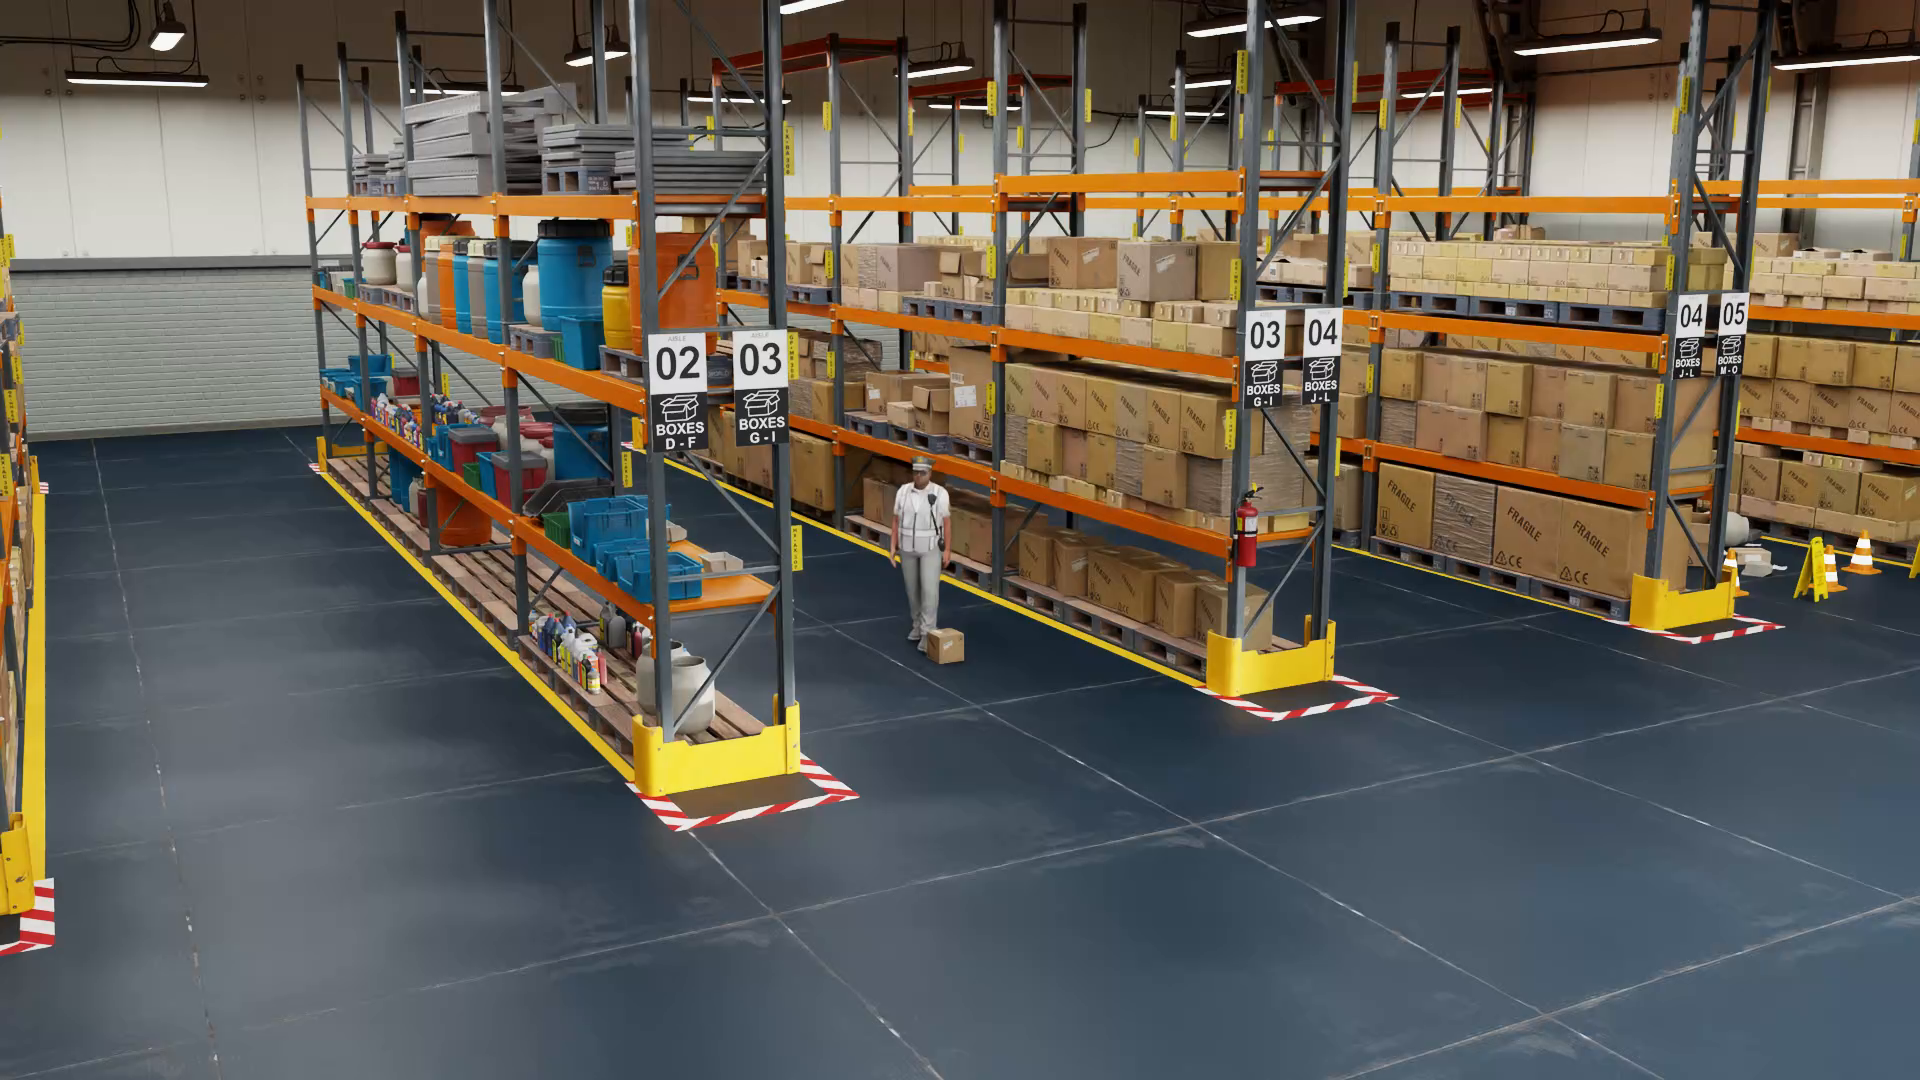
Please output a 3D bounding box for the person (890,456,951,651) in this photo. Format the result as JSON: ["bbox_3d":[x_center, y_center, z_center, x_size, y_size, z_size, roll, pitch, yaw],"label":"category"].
[{"bbox_3d":[-0.415,0.102,15.345,0.546,1.754,0.707,4,12,17],"label":"person"}]
